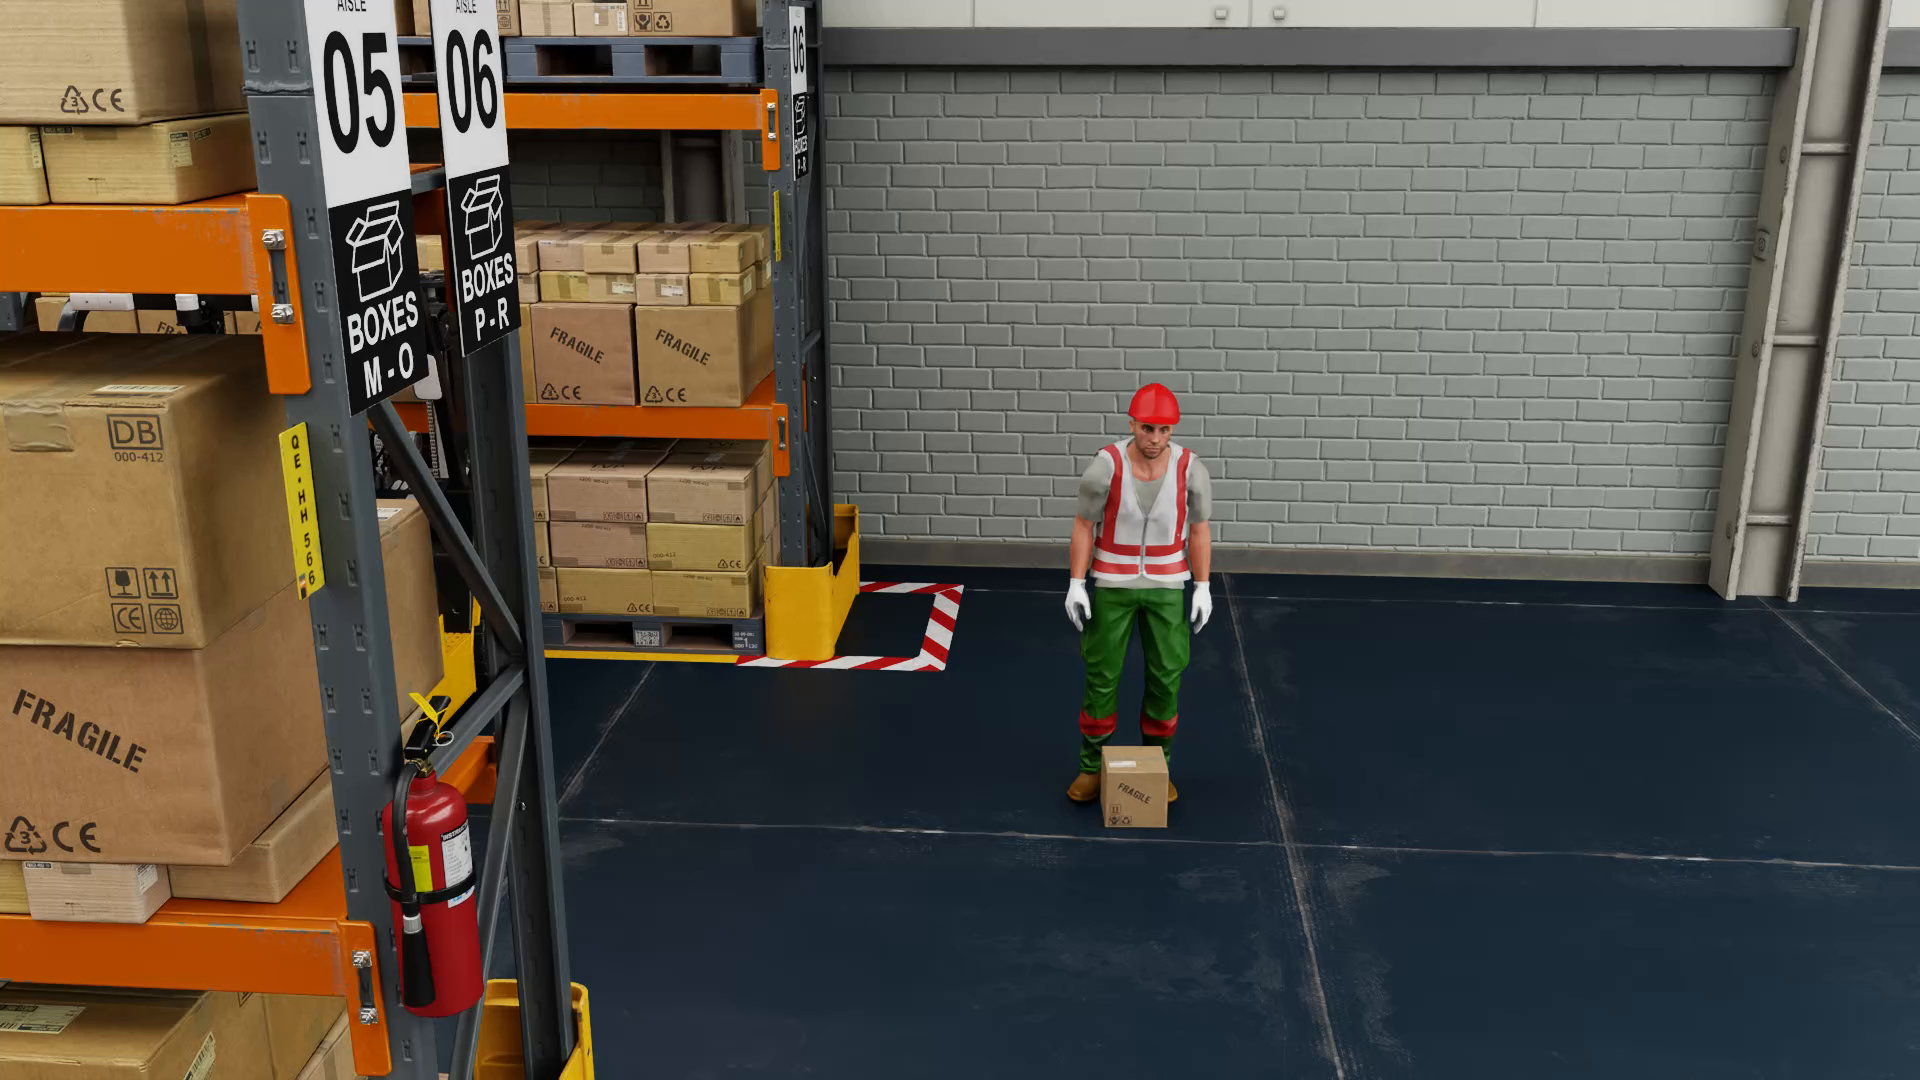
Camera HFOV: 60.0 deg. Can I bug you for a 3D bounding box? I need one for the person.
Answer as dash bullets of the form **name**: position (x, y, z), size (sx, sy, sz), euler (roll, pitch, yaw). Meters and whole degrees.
- **person**: position (0.737, 0.219, 6.825), size (0.609, 1.777, 0.453), euler (0, 17, 1)
